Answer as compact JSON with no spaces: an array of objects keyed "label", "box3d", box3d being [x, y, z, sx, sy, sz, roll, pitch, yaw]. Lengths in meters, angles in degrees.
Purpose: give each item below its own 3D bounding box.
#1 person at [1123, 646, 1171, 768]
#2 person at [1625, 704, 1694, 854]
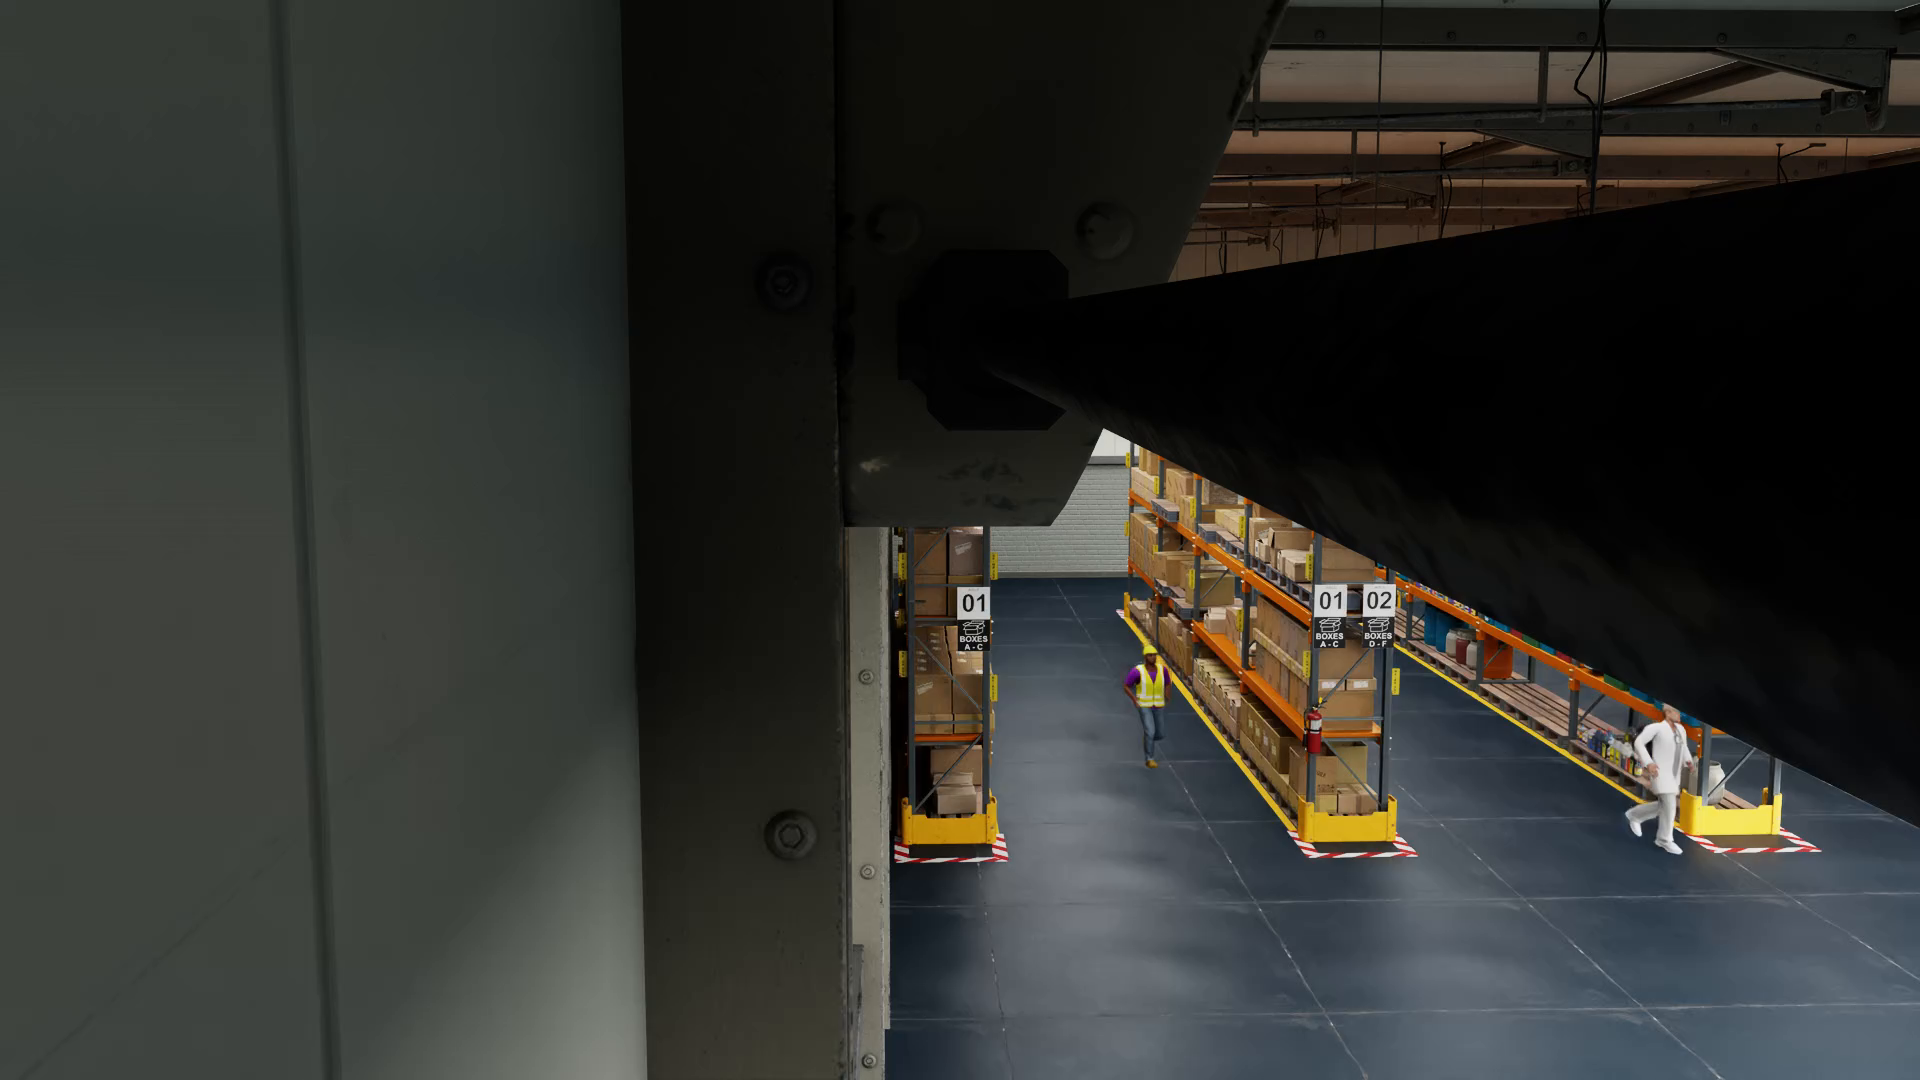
[{"label":"person","box3d":[2.684,2.348,23.634,0.704,1.723,0.694,-2,8,-14]},{"label":"person","box3d":[8.622,2.871,20.395,0.741,1.768,0.860,-4,8,-30]}]
